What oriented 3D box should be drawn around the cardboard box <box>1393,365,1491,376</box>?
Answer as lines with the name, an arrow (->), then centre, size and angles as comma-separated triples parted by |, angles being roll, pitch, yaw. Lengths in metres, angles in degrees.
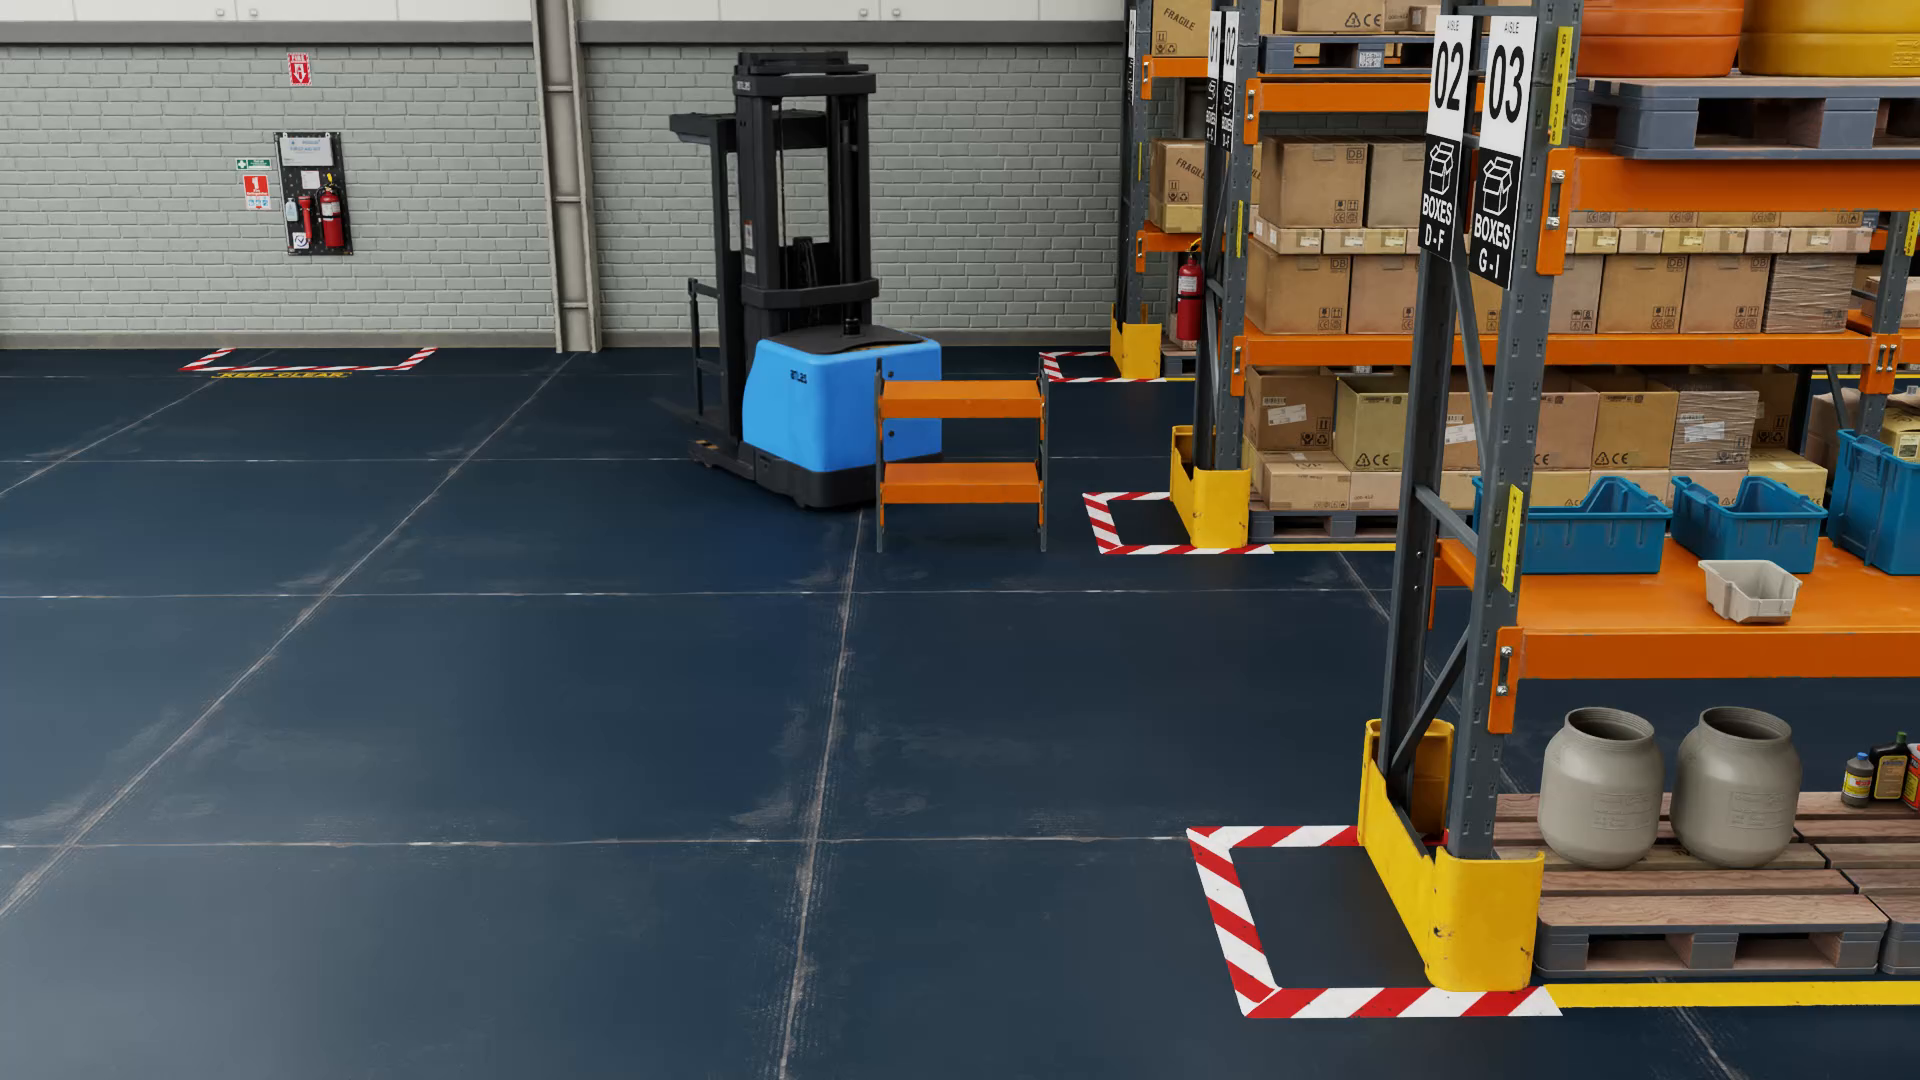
cardboard box -> 3.177, -0.904, 11.043 | 0.500, 0.500, 0.500 | 0, 18, -1

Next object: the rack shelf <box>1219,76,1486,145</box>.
rack shelf -> 3.646, -2.649, 10.163 | 4.000, 0.370, 1.077 | 0, 18, -1

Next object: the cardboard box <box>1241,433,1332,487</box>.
cardboard box -> 2.177, -0.537, 11.126 | 0.500, 0.250, 0.500 | 0, 18, -1

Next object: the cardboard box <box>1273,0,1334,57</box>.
cardboard box -> 2.959, -4.473, 14.474 | 0.500, 0.500, 0.500 | 1, 18, 2

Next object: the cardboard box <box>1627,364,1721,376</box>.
cardboard box -> 4.677, -0.910, 11.059 | 0.500, 0.500, 0.500 | 0, 18, -1

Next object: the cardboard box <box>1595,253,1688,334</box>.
cardboard box -> 4.173, -1.611, 10.495 | 0.500, 0.500, 0.700 | 0, 18, 0

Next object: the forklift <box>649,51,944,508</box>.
forklift -> -1.362, -1.998, 11.978 | 1.130, 2.935, 3.031 | -12, 21, -33

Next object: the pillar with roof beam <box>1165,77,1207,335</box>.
pillar with roof beam -> 2.318, -4.876, 11.016 | 0.400, 9.000, 9.100 | 0, 18, -1

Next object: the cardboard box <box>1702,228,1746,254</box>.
cardboard box -> 4.605, -1.859, 10.206 | 0.250, 0.149, 0.380 | 0, 18, -1

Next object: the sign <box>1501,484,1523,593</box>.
sign -> 1.725, -0.005, 5.199 | 0.005, 0.325, 0.100 | 0, 18, -1

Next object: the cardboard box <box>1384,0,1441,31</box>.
cardboard box -> 2.793, -3.264, 10.229 | 0.500, 0.250, 0.500 | 0, 18, -1

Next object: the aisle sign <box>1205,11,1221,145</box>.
aisle sign -> 1.576, -2.881, 10.363 | 0.004, 0.787, 0.394 | 0, 18, -1

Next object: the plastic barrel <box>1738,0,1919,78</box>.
plastic barrel -> 2.858, -1.803, 5.352 | 0.600, 0.588, 0.600 | 0, 18, 0

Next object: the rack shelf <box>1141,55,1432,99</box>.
rack shelf -> 3.564, -4.162, 14.879 | 4.000, 0.370, 1.077 | 0, 18, -1

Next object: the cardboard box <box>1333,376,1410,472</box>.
cardboard box -> 2.686, -0.739, 10.528 | 0.500, 0.500, 0.500 | 0, 18, -1

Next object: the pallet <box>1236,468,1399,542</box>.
pallet -> 2.410, -0.243, 10.958 | 1.213, 0.211, 1.003 | 0, 18, -1

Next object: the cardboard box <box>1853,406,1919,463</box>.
cardboard box -> 6.063, -0.657, 10.580 | 0.500, 0.311, 0.500 | 0, 18, -1

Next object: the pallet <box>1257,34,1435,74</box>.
pallet -> 2.353, -2.936, 10.022 | 1.213, 0.211, 1.003 | 0, 18, -1

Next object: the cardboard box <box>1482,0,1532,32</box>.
cardboard box -> 3.311, -3.221, 9.687 | 0.500, 0.500, 0.500 | 0, 18, -1

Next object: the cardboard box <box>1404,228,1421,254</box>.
cardboard box -> 2.807, -1.850, 10.178 | 0.250, 0.149, 0.380 | -1, 18, -2

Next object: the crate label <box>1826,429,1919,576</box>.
crate label -> 3.556, -0.149, 6.045 | 0.616, 0.435, 0.502 | 0, 18, -1

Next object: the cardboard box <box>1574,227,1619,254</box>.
cardboard box -> 3.842, -1.855, 10.194 | 0.250, 0.149, 0.380 | 0, 18, 1

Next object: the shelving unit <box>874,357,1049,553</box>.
shelving unit -> 0.007, -0.536, 10.376 | 1.048, 1.125, 0.538 | 0, 18, -1

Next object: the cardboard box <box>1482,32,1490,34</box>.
cardboard box -> 4.557, -4.495, 14.543 | 0.500, 0.500, 0.500 | -2, 18, -6

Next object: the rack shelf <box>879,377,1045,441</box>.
rack shelf -> 0.007, -0.814, 10.286 | 1.000, 0.278, 0.538 | 0, 18, -1

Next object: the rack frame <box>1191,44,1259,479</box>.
rack frame -> 1.646, -1.554, 10.481 | 0.127, 3.000, 1.000 | 0, 18, -1

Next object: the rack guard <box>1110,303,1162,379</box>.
rack guard -> 1.640, -1.877, 15.580 | 0.348, 0.500, 1.175 | 0, 18, -1

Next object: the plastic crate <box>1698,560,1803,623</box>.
plastic crate -> 2.620, 0.178, 5.512 | 0.250, 0.136, 0.298 | 0, 18, -1

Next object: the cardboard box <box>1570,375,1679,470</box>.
cardboard box -> 4.185, -0.750, 10.560 | 0.500, 0.500, 0.500 | 0, 18, -1

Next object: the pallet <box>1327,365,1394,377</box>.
pallet -> 3.670, -1.738, 15.619 | 1.213, 0.211, 1.003 | 0, 18, -1

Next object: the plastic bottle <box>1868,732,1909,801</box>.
plastic bottle -> 3.666, 0.894, 6.577 | 0.133, 0.283, 0.061 | 0, 18, 0

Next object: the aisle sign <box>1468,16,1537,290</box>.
aisle sign -> 1.653, -1.189, 5.088 | 0.004, 0.787, 0.394 | 0, 18, -1

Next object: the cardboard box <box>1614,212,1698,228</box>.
cardboard box -> 4.196, -2.229, 10.299 | 0.500, 0.500, 0.700 | 0, 18, -1

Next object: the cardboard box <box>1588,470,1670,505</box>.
cardboard box -> 4.185, -0.389, 10.662 | 0.500, 0.250, 0.500 | 0, 18, -1

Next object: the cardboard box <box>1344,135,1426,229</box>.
cardboard box -> 2.692, -2.222, 10.276 | 0.500, 0.500, 0.700 | -1, 18, -2

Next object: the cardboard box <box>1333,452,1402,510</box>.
cardboard box -> 2.686, -0.383, 10.644 | 0.500, 0.250, 0.500 | 0, 18, -1

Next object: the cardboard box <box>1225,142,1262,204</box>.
cardboard box -> 2.540, -3.272, 14.822 | 0.500, 0.500, 0.500 | 0, 18, -1

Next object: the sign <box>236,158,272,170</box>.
sign -> -6.770, -3.601, 15.936 | 0.331, 0.109, 0.001 | 0, 18, -1

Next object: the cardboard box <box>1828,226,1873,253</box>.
cardboard box -> 5.377, -1.863, 10.219 | 0.250, 0.149, 0.380 | 0, 18, -1

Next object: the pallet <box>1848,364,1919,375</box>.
pallet -> 8.782, -1.774, 15.733 | 1.213, 0.211, 1.003 | 0, 18, -1

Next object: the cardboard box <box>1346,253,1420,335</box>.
cardboard box -> 2.638, -1.604, 10.473 | 0.500, 0.500, 0.700 | 0, 18, 1

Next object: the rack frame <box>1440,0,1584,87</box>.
rack frame -> 1.720, -2.898, 4.849 | 0.127, 3.000, 1.000 | 0, 18, -1

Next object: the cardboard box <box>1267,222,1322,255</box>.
cardboard box -> 2.042, -1.847, 10.168 | 0.250, 0.149, 0.380 | 0, 18, -1

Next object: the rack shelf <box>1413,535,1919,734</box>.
rack shelf -> 3.720, 0.292, 5.905 | 4.000, 0.370, 1.077 | 0, 18, -1

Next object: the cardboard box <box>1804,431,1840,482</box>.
cardboard box -> 6.055, -0.554, 11.179 | 0.500, 0.250, 0.500 | 0, 18, -1

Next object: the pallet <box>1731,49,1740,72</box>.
pallet -> 4.793, -2.947, 10.059 | 1.213, 0.211, 1.003 | 0, 18, -1

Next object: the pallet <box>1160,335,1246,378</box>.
pallet -> 2.453, -1.733, 15.603 | 1.213, 0.211, 1.003 | 0, 18, -1

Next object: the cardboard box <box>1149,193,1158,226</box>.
cardboard box -> 2.028, -3.066, 15.409 | 0.500, 0.250, 0.500 | 0, 18, 0
